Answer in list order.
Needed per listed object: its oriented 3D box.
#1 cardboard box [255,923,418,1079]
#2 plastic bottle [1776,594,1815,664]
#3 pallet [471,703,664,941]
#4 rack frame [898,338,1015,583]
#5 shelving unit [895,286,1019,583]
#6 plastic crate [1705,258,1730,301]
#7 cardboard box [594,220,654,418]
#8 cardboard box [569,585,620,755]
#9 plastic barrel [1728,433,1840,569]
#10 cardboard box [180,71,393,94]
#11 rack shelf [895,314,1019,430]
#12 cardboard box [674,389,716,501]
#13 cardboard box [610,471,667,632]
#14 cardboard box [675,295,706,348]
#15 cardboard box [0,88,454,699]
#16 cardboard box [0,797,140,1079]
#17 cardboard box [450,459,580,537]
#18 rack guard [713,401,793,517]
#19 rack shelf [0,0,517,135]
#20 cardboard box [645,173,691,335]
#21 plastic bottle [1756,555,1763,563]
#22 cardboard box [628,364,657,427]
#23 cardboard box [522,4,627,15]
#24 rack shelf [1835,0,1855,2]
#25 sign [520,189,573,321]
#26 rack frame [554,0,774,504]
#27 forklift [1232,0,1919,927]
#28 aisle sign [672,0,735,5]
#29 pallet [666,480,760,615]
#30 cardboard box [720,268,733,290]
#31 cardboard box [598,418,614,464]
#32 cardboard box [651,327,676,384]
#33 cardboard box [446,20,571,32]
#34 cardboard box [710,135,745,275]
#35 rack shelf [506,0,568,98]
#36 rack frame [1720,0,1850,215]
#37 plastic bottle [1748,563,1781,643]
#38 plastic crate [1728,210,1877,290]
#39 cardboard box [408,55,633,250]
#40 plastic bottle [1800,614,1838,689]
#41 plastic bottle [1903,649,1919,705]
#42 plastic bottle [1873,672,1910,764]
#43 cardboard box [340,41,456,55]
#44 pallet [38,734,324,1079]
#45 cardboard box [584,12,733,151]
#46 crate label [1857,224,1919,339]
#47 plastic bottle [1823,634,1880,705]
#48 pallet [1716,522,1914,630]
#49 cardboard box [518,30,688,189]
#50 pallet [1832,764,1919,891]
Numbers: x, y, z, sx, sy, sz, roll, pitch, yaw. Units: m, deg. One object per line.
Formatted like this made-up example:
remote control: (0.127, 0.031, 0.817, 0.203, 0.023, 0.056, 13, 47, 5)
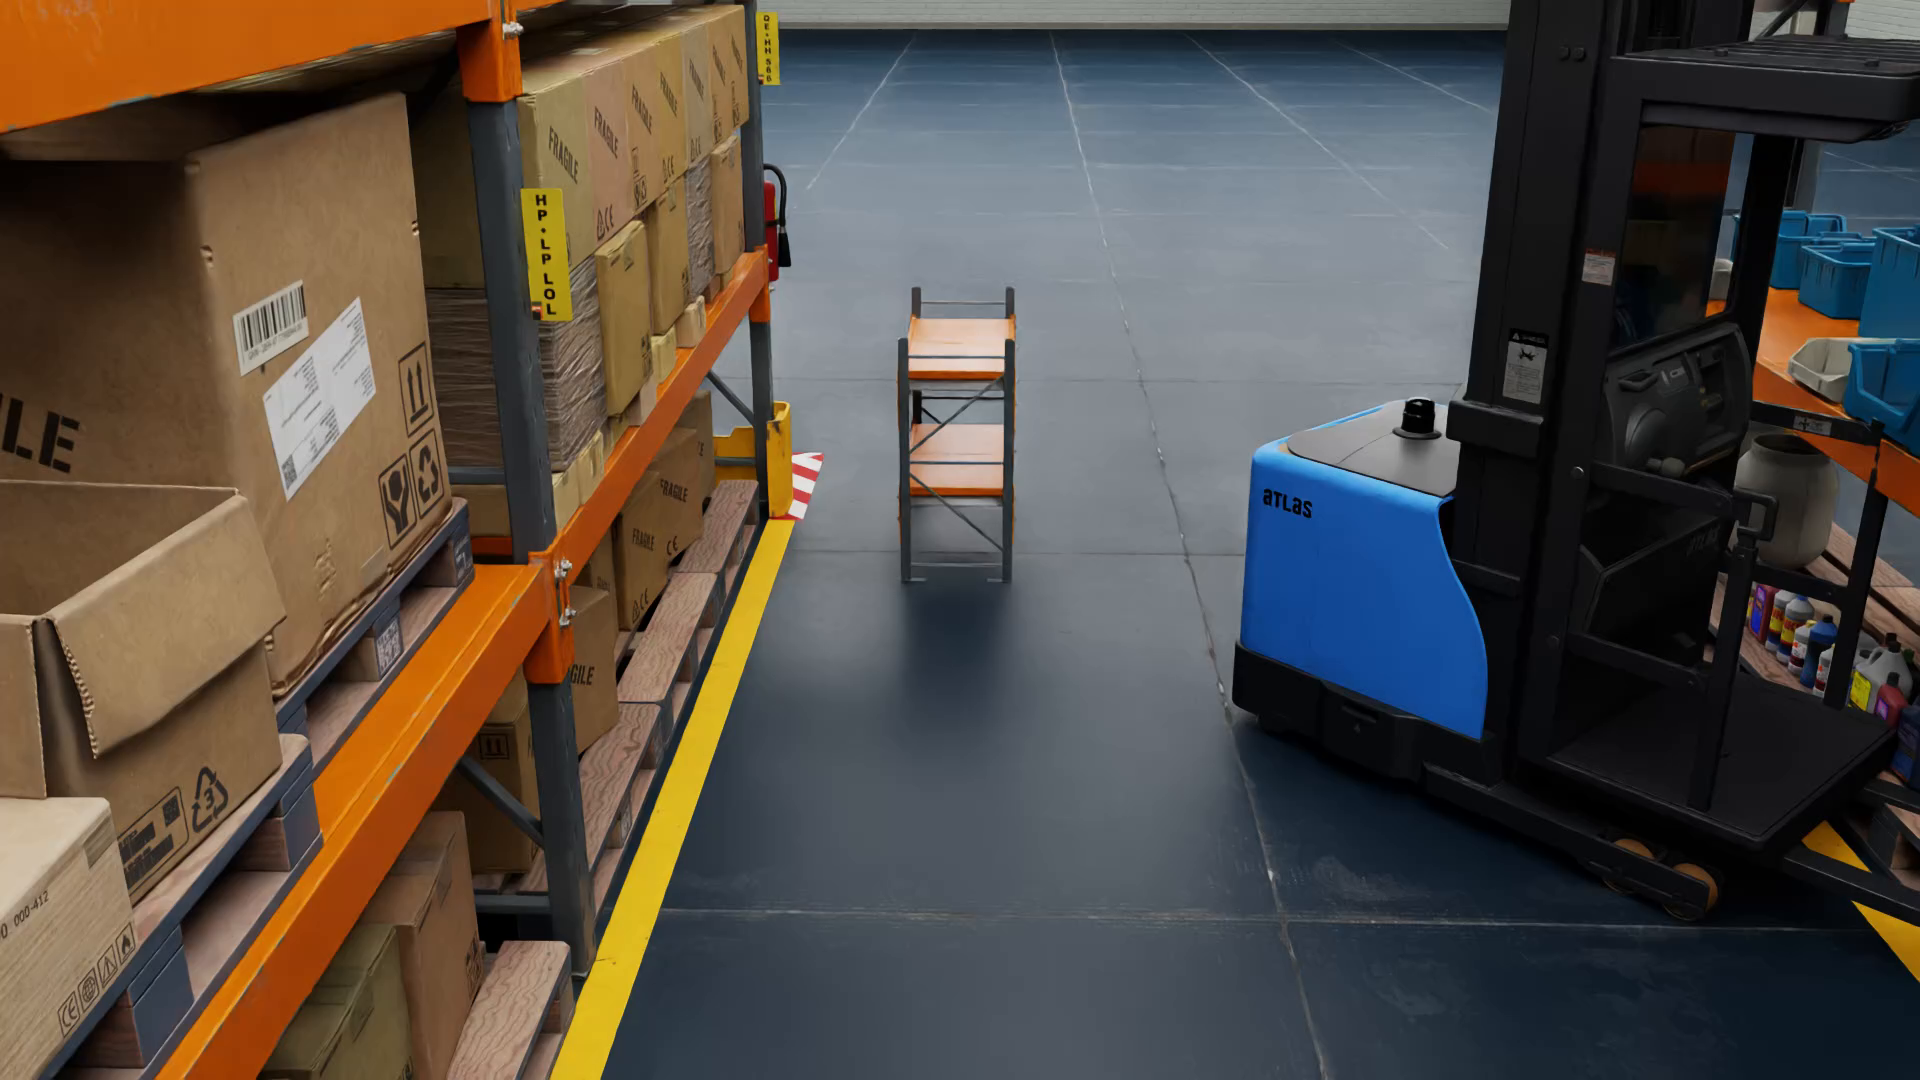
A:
cardboard box: (-1.641, 1.192, 3.658, 0.700, 0.500, 0.500, 1, 21, 1)
plastic bottle: (3.124, 0.325, 6.209, 0.097, 0.271, 0.097, 0, 21, 0)
pallet: (-1.583, 0.894, 5.432, 1.003, 0.211, 1.213, 1, 21, 2)
rack frame: (-0.016, -0.338, 7.345, 0.500, 1.125, 0.032, 1, 21, 2)
shelving unit: (0.000, -0.522, 7.819, 0.538, 1.125, 1.048, 1, 21, 2)
plastic crate: (3.156, -1.111, 7.111, 0.298, 0.136, 0.250, 1, 21, 2)
cardboard box: (-1.442, -0.690, 5.112, 0.875, 0.500, 0.500, 1, 21, 2)
cardboard box: (-1.506, 0.456, 5.583, 0.500, 0.500, 0.500, 8, 22, 19)
plastic barrel: (3.546, -0.170, 7.179, 0.421, 0.512, 0.421, 0, 21, 0)
cardboard box: (-1.829, -0.980, 4.475, 0.500, 0.500, 0.500, 1, 21, 2)
rack shelf: (0.000, -0.795, 7.713, 0.538, 0.278, 1.000, 1, 21, 2)
cardboard box: (-1.482, -0.414, 7.823, 0.500, 0.500, 0.500, 5, 22, 12)
cardboard box: (-1.504, 0.029, 6.682, 0.500, 0.500, 0.500, 3, 21, 7)
cardboard box: (-1.189, -0.843, 6.402, 0.380, 0.149, 0.250, 1, 21, 2)
cardboard box: (-1.732, -0.352, 3.380, 1.000, 1.000, 1.000, 1, 21, 2)
cardboard box: (-1.409, 0.554, 2.080, 0.500, 0.250, 0.500, 0, 21, 0)
cardboard box: (-1.261, -0.120, 4.538, 0.380, 0.149, 0.250, 1, 21, 2)
rack guard: (-1.448, -0.416, 8.410, 1.175, 0.500, 0.348, 1, 21, 2)
rack shelf: (-1.629, -0.502, 2.025, 1.077, 0.370, 4.000, 1, 21, 2)
cardboard box: (-1.471, -1.052, 6.045, 0.875, 0.500, 0.500, 1, 21, 2)
plastic bottle: (3.138, 0.165, 6.621, 0.097, 0.271, 0.097, 0, 21, 0)
cardboard box: (-1.213, -0.481, 5.470, 0.380, 0.149, 0.250, 1, 21, 2)
cardboard box: (-1.735, -2.064, 7.271, 0.500, 0.500, 0.500, 1, 21, 2)
rack shelf: (3.444, -1.894, 5.612, 1.077, 0.370, 4.000, 1, 21, 2)
sign: (-1.013, -0.697, 4.079, 0.100, 0.325, 0.005, 1, 21, 2)
rack frame: (-1.446, -1.609, 8.028, 1.000, 3.000, 0.127, 1, 21, 2)
forklift: (2.391, -0.421, 5.061, 1.130, 2.935, 3.031, -18, 28, -39)
aisle sign: (-1.144, -2.840, 7.607, 0.394, 0.787, 0.004, 1, 21, 2)
pallet: (-1.509, 0.012, 7.706, 1.003, 0.211, 1.213, 1, 21, 2)
cardboard box: (-1.213, -1.205, 7.335, 0.380, 0.149, 0.250, 1, 21, 2)
cardboard box: (-1.260, -0.301, 5.005, 0.380, 0.149, 0.250, 1, 21, 2)
cardboard box: (-1.228, -0.662, 5.936, 0.380, 0.149, 0.250, 1, 21, 2)
cardboard box: (-1.771, -1.703, 6.339, 0.500, 0.500, 0.500, 1, 21, 2)
cardboard box: (-1.386, -1.413, 6.975, 0.875, 0.500, 0.500, 1, 21, 2)
rack shelf: (-1.507, -1.949, 5.752, 1.077, 0.370, 4.000, 1, 21, 2)
rack frame: (3.504, -1.554, 7.888, 1.000, 3.000, 0.127, 1, 21, 2)
plastic bottle: (3.113, 0.241, 6.409, 0.061, 0.283, 0.133, 1, 21, 3)
plastic crate: (3.788, -1.301, 7.440, 0.499, 0.251, 0.616, 1, 21, 2)
cardboard box: (-1.286, -1.155, 4.926, 0.500, 0.500, 0.500, 1, 21, 2)
plastic bottle: (3.118, 0.398, 6.020, 0.097, 0.271, 0.097, 0, 21, 0)
plastic bottle: (3.233, 0.523, 5.681, 0.061, 0.283, 0.133, 1, 21, 2)
plastic bottle: (3.083, 0.588, 5.512, 0.061, 0.283, 0.133, 2, 21, 5)
cardboard box: (-1.799, -1.341, 5.407, 0.500, 0.500, 0.500, 1, 21, 2)
pallet: (-1.670, 0.657, 2.454, 1.003, 0.211, 1.213, 1, 21, 2)
cardboard box: (-1.225, -1.878, 6.790, 0.500, 0.500, 0.500, 1, 21, 2)
crate label: (3.719, -0.902, 6.159, 0.502, 0.435, 0.616, 1, 21, 2)
plastic bottle: (3.139, 0.476, 5.813, 0.152, 0.276, 0.135, 1, 21, 3)
pallet: (3.519, 0.067, 7.563, 1.003, 0.211, 1.213, 1, 21, 2)
cardboard box: (-1.267, -1.516, 5.858, 0.500, 0.500, 0.500, 1, 21, 2)
pallet: (3.445, 0.950, 5.290, 1.003, 0.211, 1.213, 1, 21, 2)
